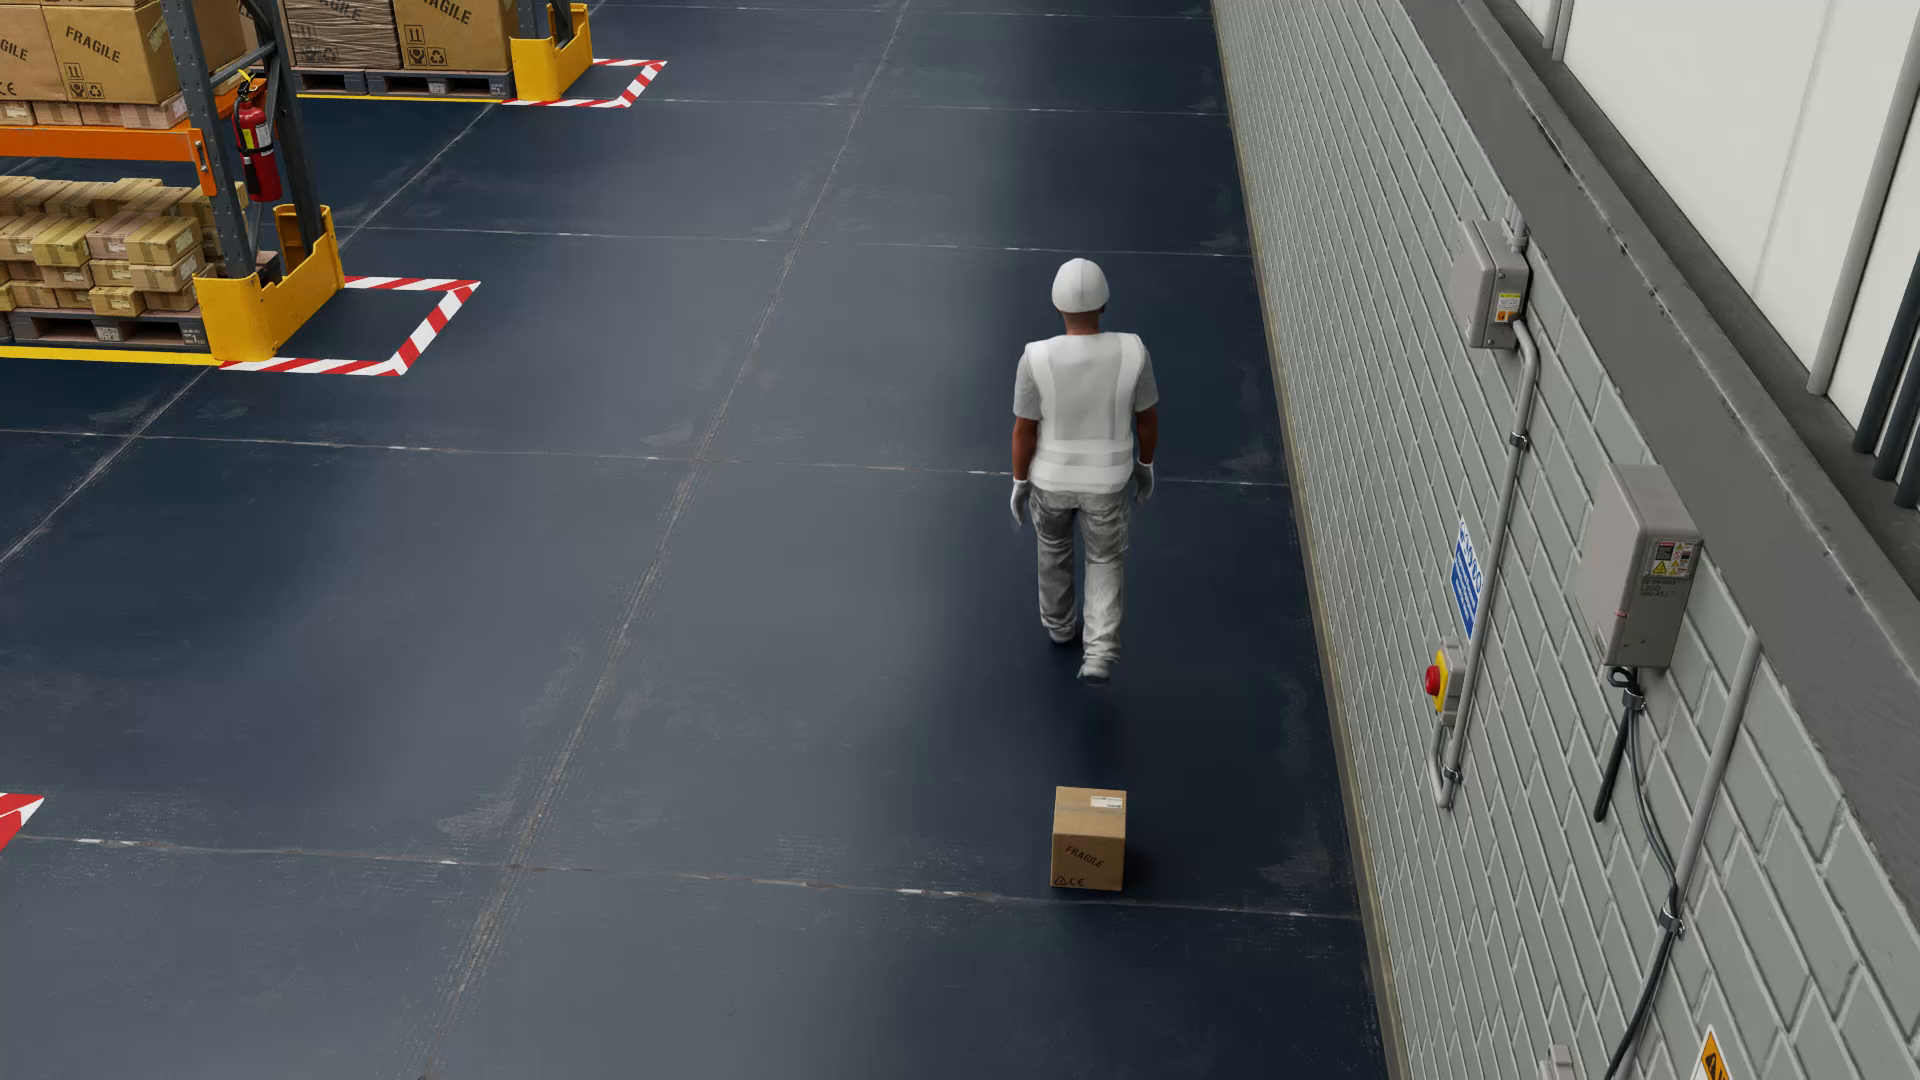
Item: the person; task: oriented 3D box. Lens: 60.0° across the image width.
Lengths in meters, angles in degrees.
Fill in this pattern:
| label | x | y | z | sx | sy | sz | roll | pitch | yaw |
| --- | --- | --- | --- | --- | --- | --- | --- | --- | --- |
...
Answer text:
| label | x | y | z | sx | sy | sz | roll | pitch | yaw |
| --- | --- | --- | --- | --- | --- | --- | --- | --- | --- |
| person | 0.483 | -0.231 | 6.480 | 0.571 | 1.762 | 0.892 | 0 | 32 | 1 |
